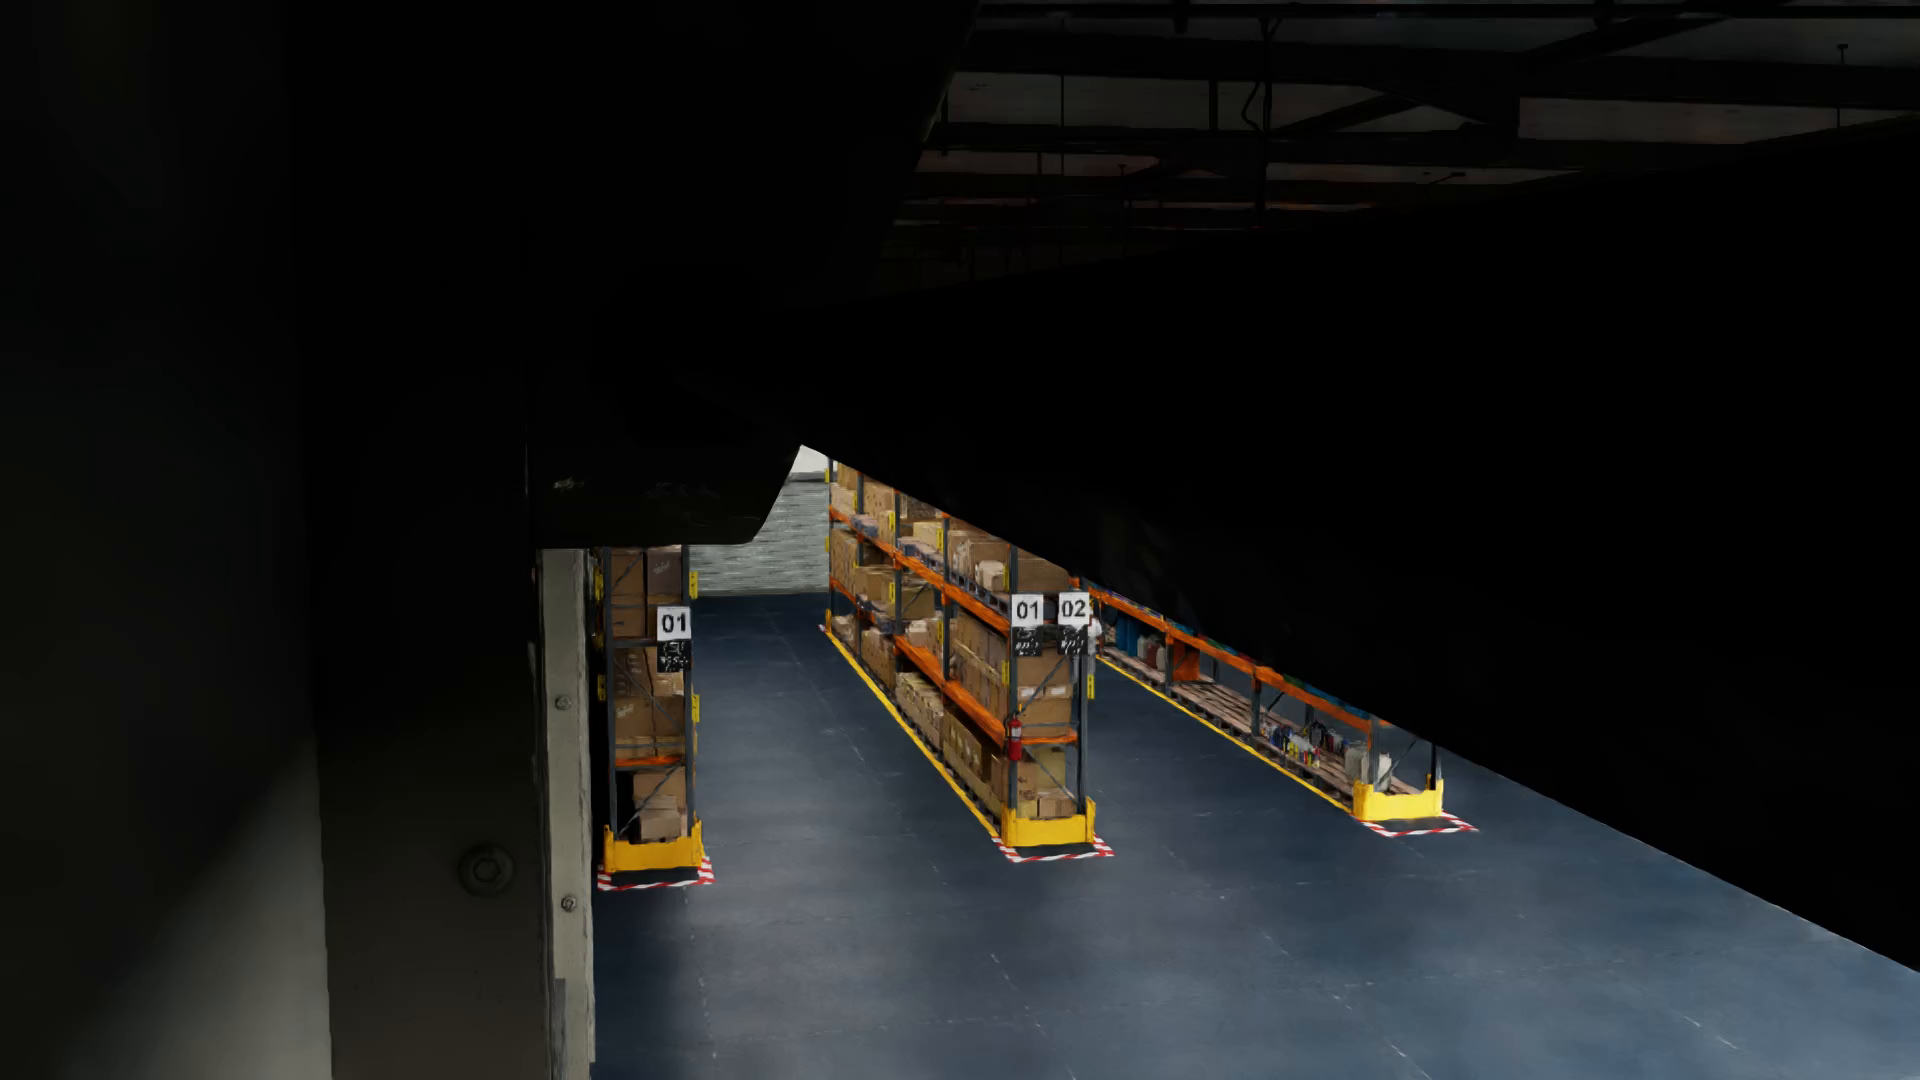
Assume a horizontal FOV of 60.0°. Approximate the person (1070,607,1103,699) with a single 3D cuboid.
[{"bbox_3d":[2.199,1.997,29.450,0.719,1.714,0.578,-2,7,-15],"label":"person"}]
